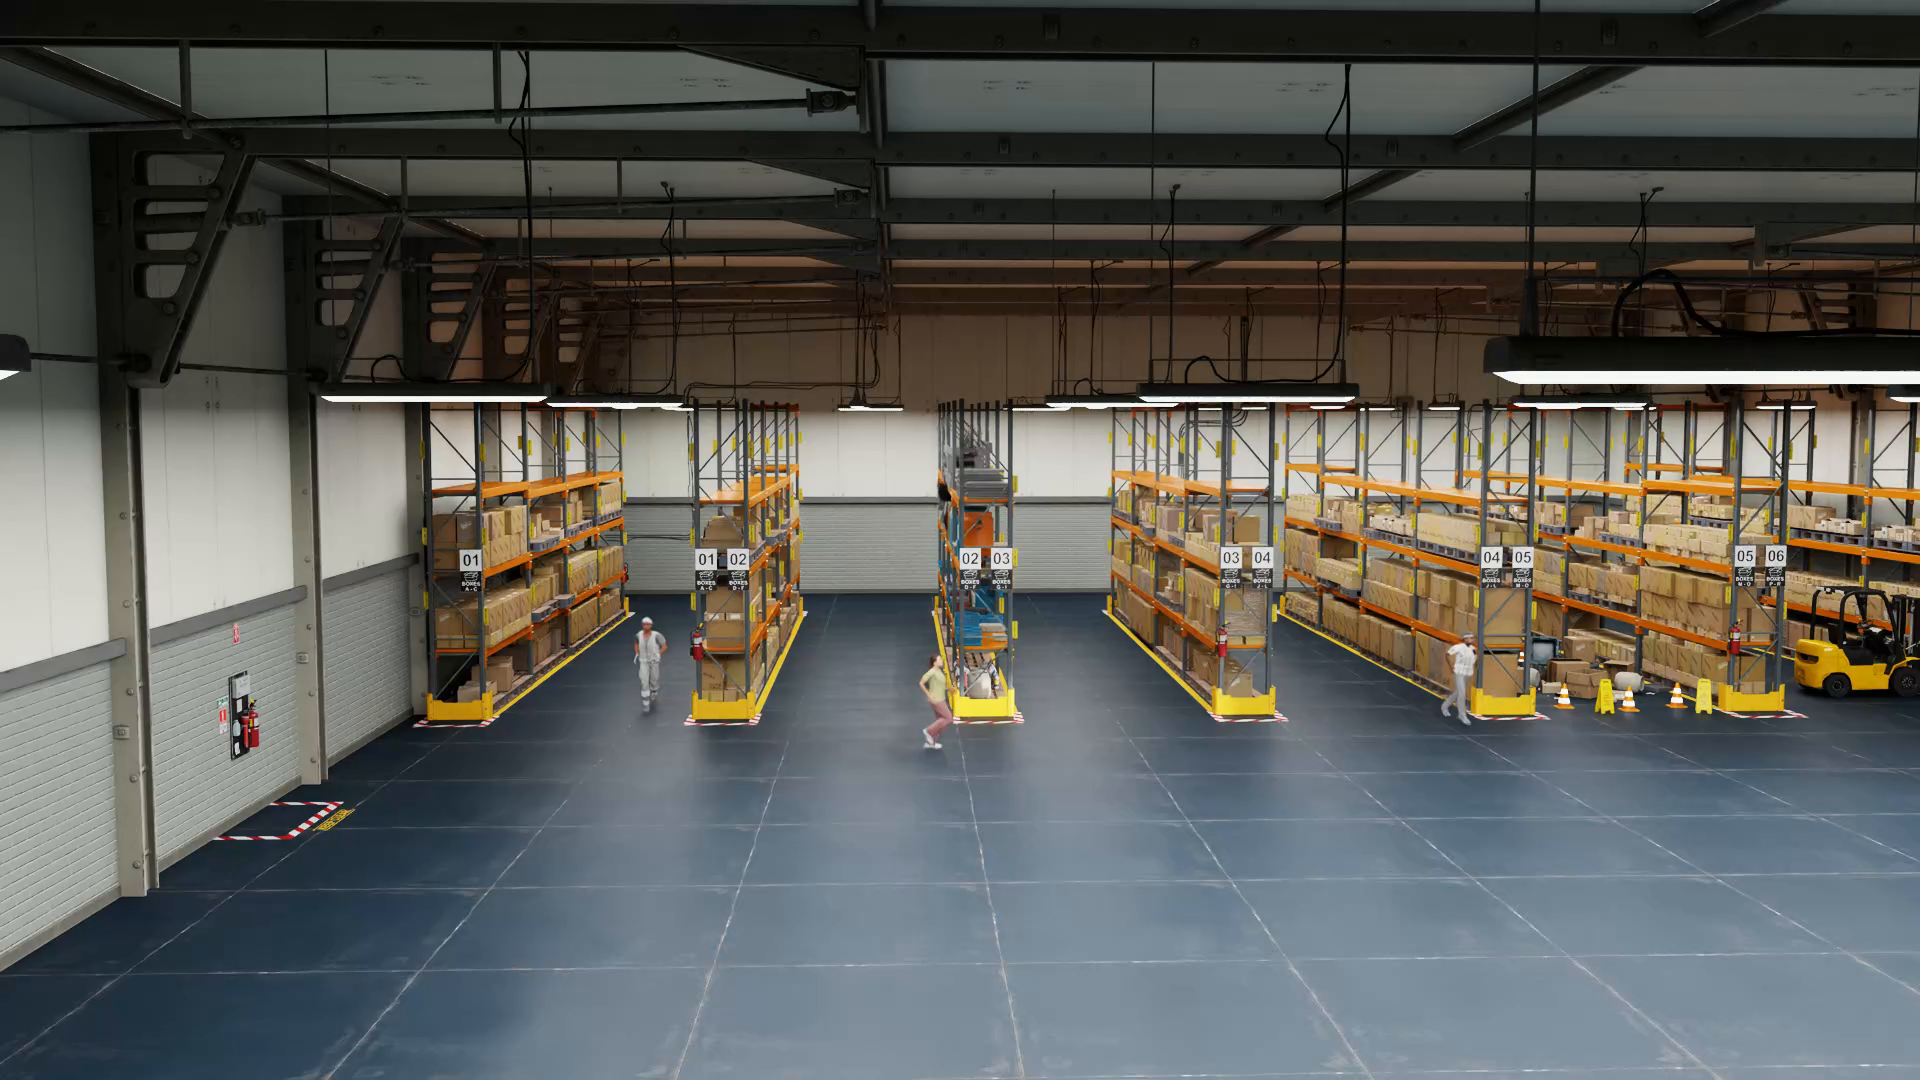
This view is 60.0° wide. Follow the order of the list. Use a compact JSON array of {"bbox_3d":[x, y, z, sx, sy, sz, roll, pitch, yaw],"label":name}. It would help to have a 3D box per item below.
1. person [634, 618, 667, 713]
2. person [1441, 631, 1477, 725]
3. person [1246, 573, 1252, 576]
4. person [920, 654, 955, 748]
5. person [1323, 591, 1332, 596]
[{"bbox_3d":[-5.987,2.389,32.202,0.652,1.814,0.861,0,4,0],"label":"person"},{"bbox_3d":[9.398,2.528,31.063,0.592,1.682,0.900,-2,5,-26],"label":"person"},{"bbox_3d":[8.016,1.346,46.154,0.719,1.804,0.734,0,4,6],"label":"person"},{"bbox_3d":[-0.354,2.748,28.367,0.545,1.626,0.565,1,5,17],"label":"person"},{"bbox_3d":[10.730,1.178,48.825,0.669,1.759,0.615,-3,5,-35],"label":"person"}]
